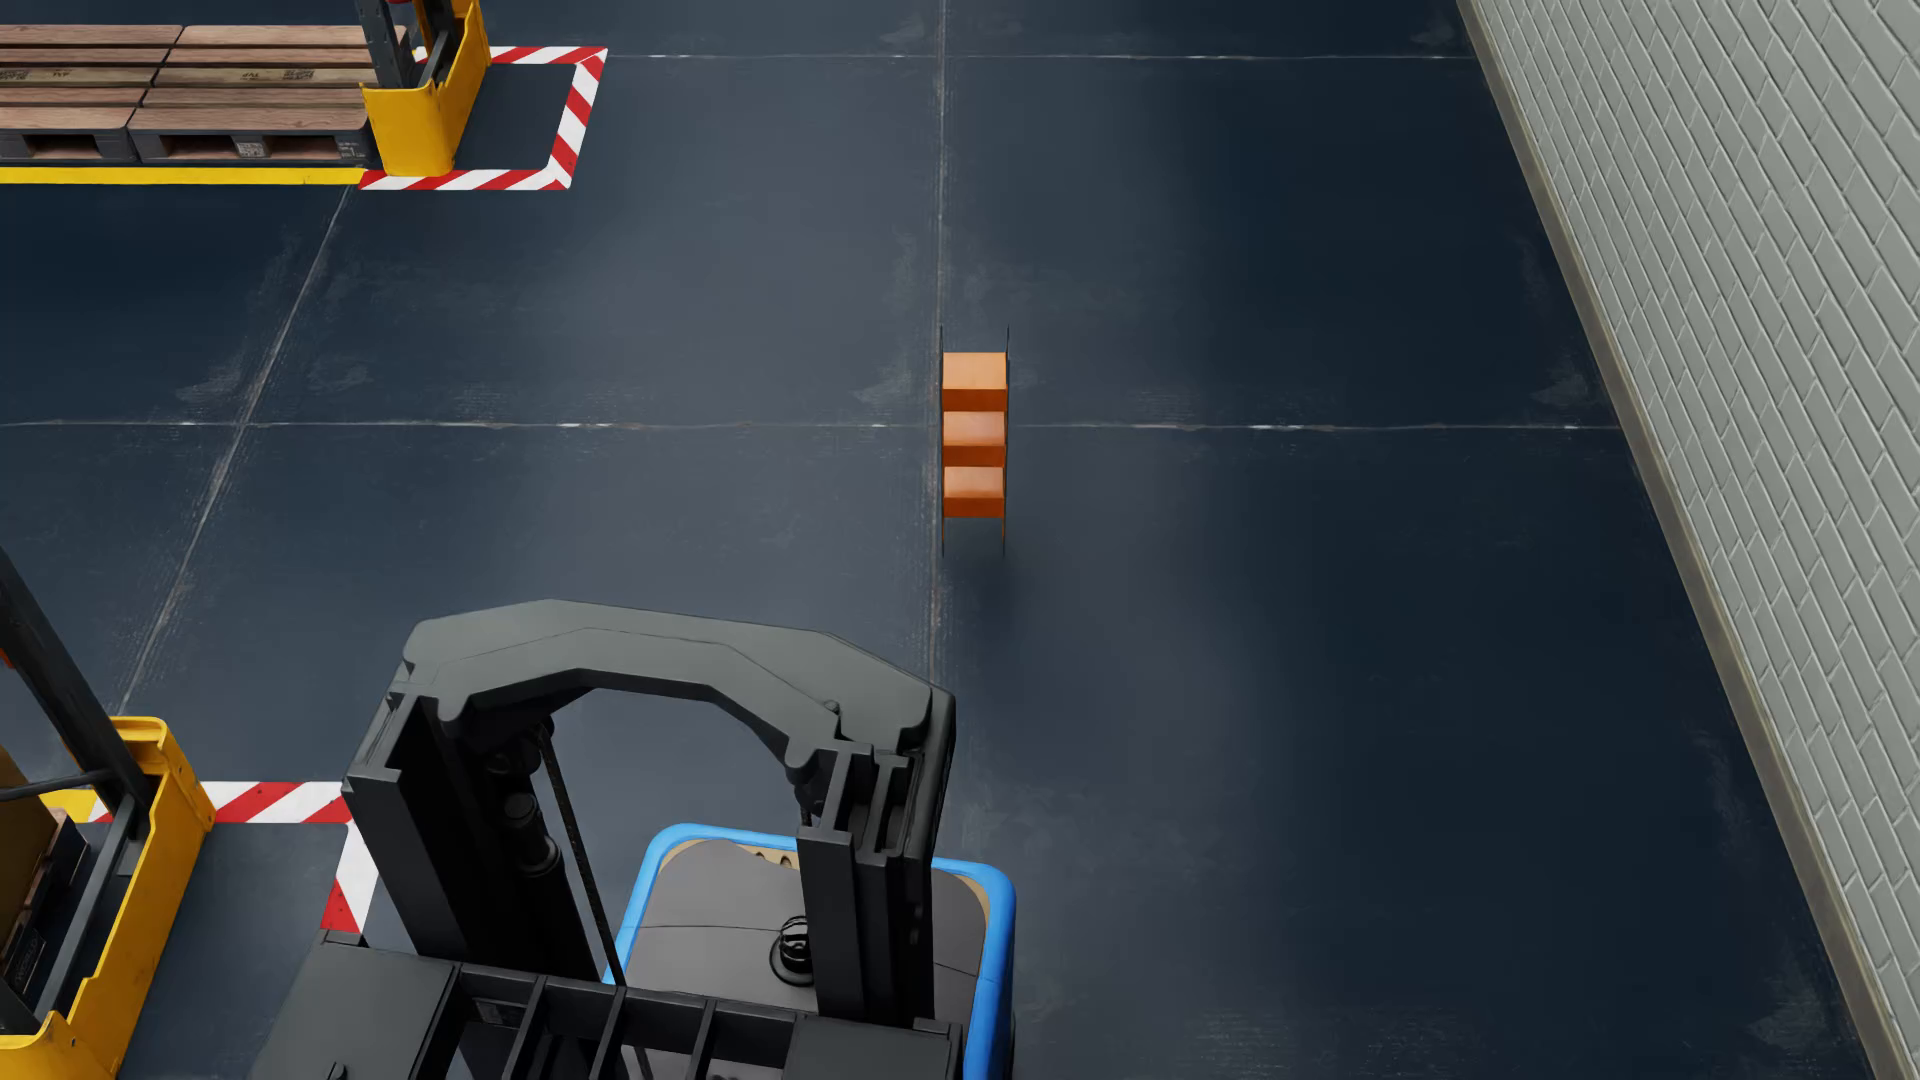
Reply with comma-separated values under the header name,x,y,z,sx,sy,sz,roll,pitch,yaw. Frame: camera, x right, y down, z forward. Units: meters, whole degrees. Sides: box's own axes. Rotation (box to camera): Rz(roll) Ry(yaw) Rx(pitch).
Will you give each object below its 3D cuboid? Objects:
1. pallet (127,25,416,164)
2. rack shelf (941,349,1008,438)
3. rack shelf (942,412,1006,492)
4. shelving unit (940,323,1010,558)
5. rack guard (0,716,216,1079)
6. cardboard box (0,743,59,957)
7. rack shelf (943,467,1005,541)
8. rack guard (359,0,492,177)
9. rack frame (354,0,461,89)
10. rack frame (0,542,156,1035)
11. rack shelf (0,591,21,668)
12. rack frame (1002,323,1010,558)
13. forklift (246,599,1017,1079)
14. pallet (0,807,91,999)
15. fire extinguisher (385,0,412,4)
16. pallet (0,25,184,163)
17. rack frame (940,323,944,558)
name,x,y,z,sx,sy,sz,roll,pitch,yaw
pallet,-3.619,-2.372,8.814,1.213,0.211,1.003,0,47,0
rack shelf,0.054,-0.544,6.166,0.240,0.259,0.215,0,47,0
rack shelf,0.054,-0.350,6.373,0.240,0.259,0.215,0,47,0
shelving unit,0.053,-0.358,6.366,0.252,1.050,0.215,0,47,0
rack guard,-2.789,1.186,5.305,0.348,0.500,1.175,0,47,0
cardboard box,-3.453,0.972,4.961,0.875,0.875,0.875,0,47,0
rack shelf,0.054,-0.161,6.577,0.240,0.259,0.215,0,47,0
rack guard,-2.770,-2.449,8.688,0.348,0.500,1.175,0,47,0
rack frame,-2.794,-3.292,7.764,0.127,3.000,1.000,0,47,0
rack frame,-2.813,0.334,4.390,0.127,3.000,1.000,0,47,0
rack shelf,-4.813,0.574,4.658,4.000,0.370,1.077,0,47,0
rack frame,0.176,-0.357,6.365,0.008,1.050,0.200,0,47,0
forklift,-0.578,1.625,3.235,1.130,2.935,3.031,7,47,6
pallet,-3.612,1.339,5.359,1.213,0.211,1.003,0,47,0
fire extinguisher,-2.645,-2.805,7.619,0.183,0.674,0.296,0,47,0
pallet,-4.836,-2.378,8.819,1.213,0.211,1.003,0,47,0
rack frame,-0.069,-0.358,6.366,0.008,1.050,0.200,0,47,0
